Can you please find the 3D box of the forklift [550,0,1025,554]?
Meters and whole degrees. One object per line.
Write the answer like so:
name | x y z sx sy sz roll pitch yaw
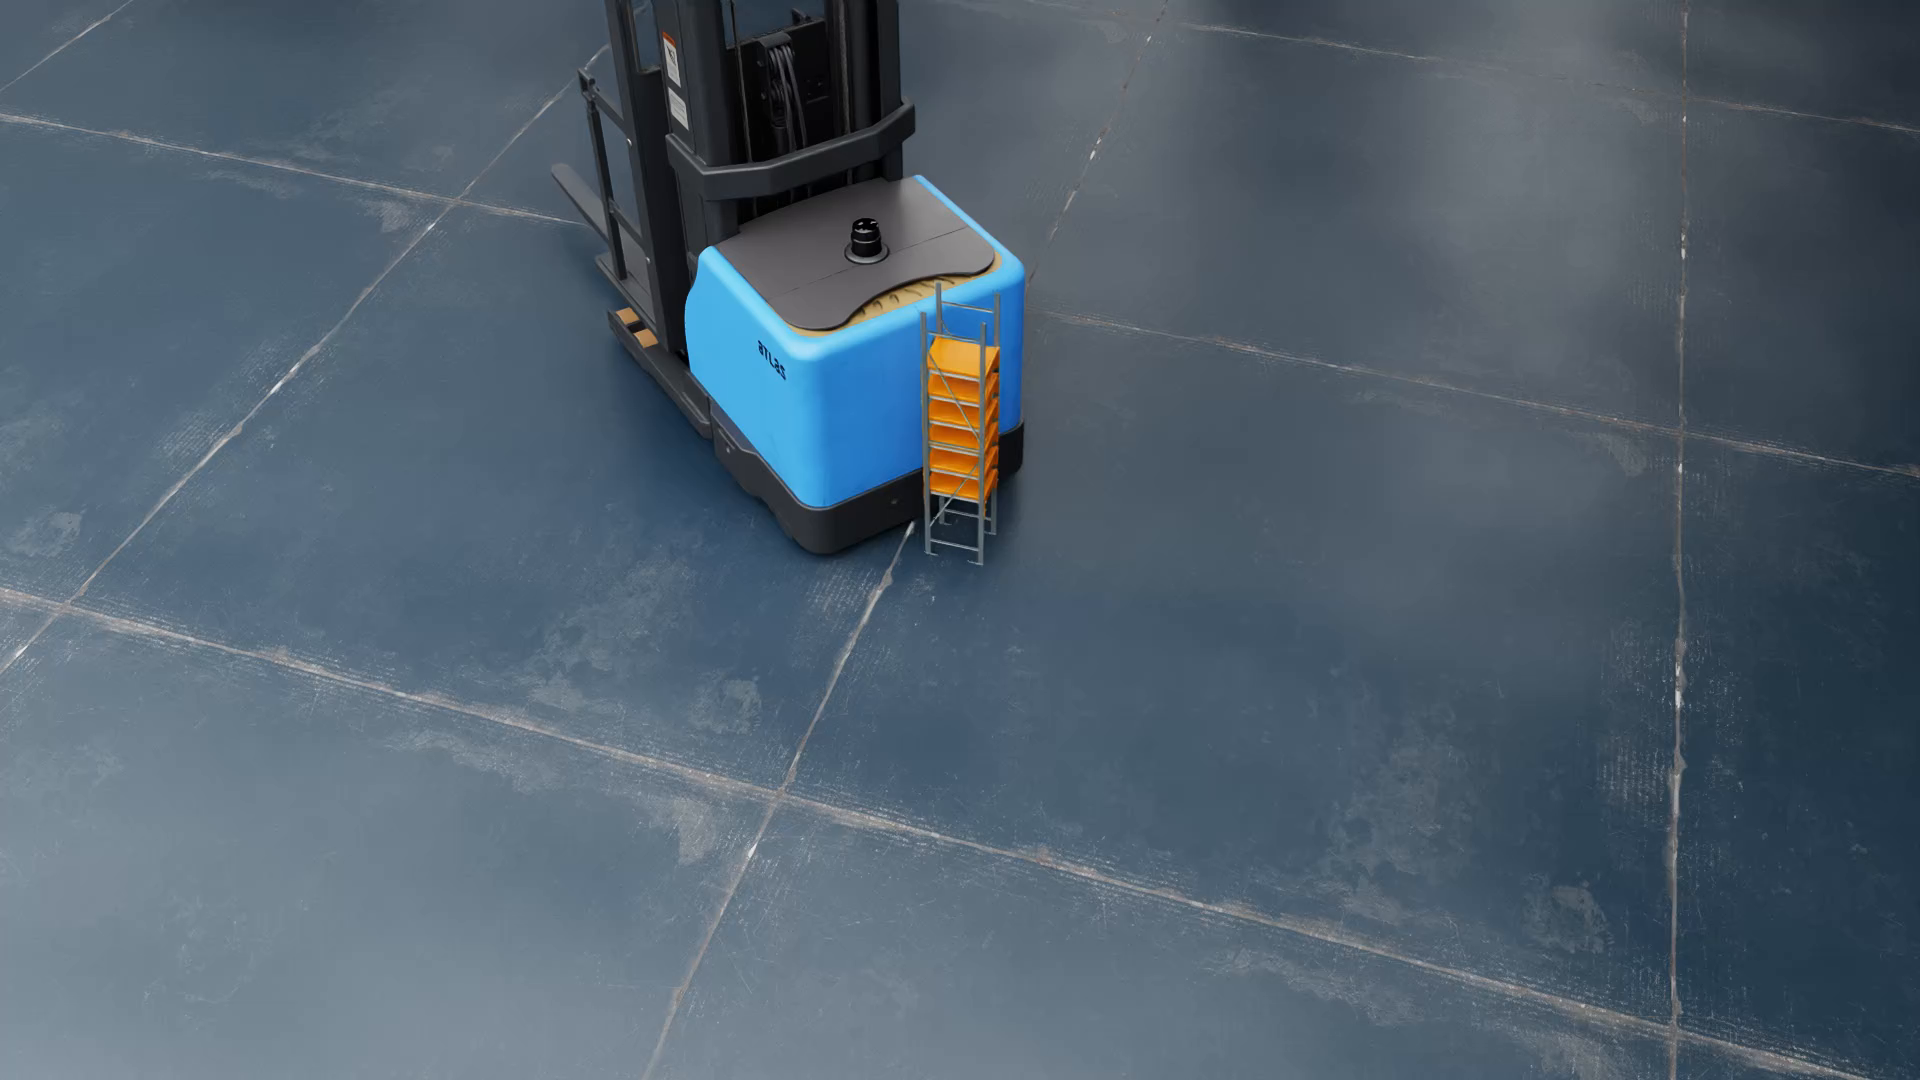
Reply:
forklift | -0.956 -2.000 6.698 1.130 2.935 3.031 -24 49 -23

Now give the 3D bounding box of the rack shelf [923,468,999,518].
rack shelf | 0.004 -0.208 6.511 0.258 0.103 0.180 12 46 12

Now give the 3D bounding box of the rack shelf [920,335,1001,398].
rack shelf | 0.003 -0.638 6.092 0.258 0.103 0.180 12 46 12

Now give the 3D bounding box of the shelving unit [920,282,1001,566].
shelving unit | 0.003 -0.412 6.312 0.258 1.200 0.189 12 46 12

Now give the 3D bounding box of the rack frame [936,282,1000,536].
rack frame | 0.030 -0.473 6.375 0.240 1.200 0.006 12 46 12

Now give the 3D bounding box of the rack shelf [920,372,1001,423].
rack shelf | 0.003 -0.552 6.176 0.258 0.103 0.180 12 46 12

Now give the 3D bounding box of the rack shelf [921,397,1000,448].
rack shelf | 0.003 -0.466 6.260 0.258 0.103 0.180 12 46 12

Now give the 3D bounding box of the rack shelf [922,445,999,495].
rack shelf | 0.004 -0.294 6.427 0.258 0.103 0.180 12 46 12

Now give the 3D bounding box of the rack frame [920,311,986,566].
rack frame | -0.023 -0.351 6.250 0.240 1.200 0.006 12 46 12

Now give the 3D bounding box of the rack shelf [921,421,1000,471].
rack shelf | 0.004 -0.380 6.343 0.258 0.103 0.180 12 46 12
